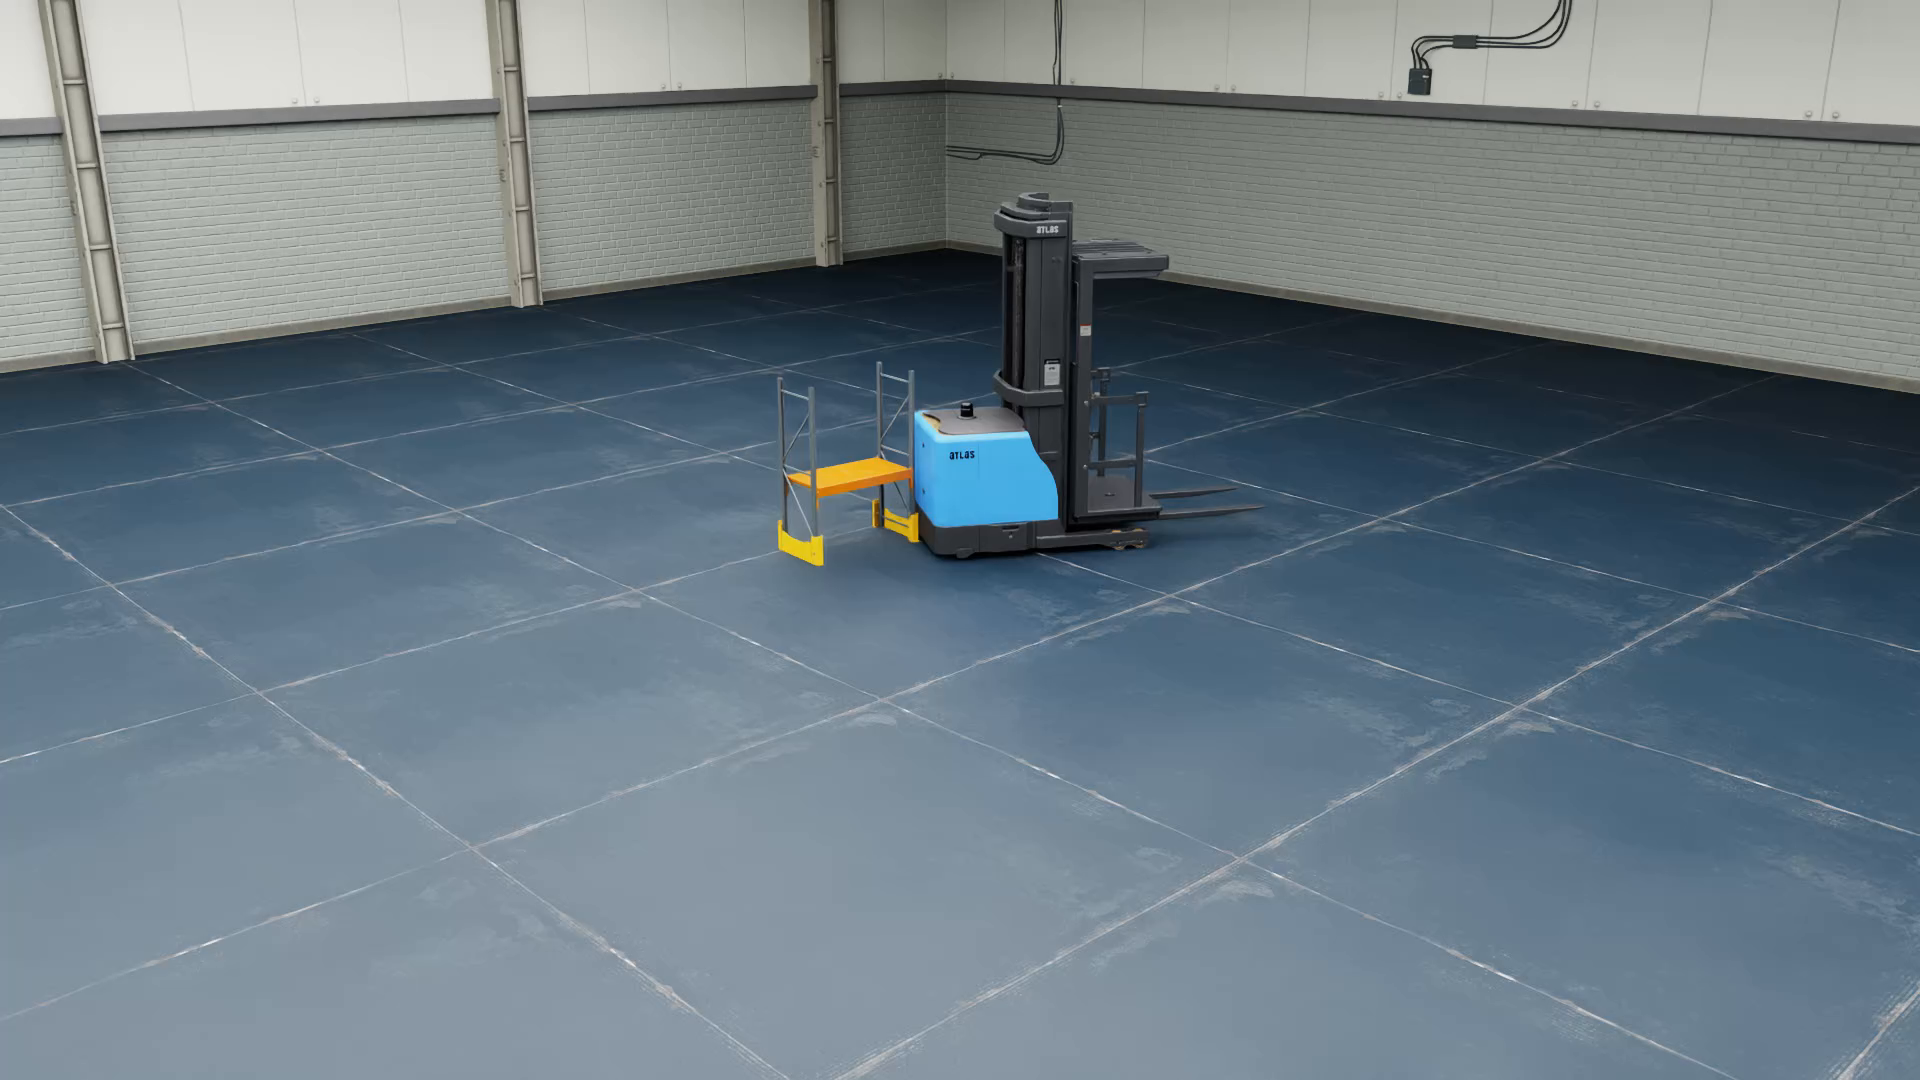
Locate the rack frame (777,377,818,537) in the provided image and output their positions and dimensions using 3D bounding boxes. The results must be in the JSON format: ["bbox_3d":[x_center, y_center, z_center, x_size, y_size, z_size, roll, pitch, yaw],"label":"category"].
[{"bbox_3d":[-1.345,-0.572,13.817,0.032,1.500,0.500,-14,23,-37],"label":"rack frame"}]

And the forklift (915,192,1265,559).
[{"bbox_3d":[1.143,-1.463,14.245,3.031,2.935,1.130,-4,18,-13],"label":"forklift"}]

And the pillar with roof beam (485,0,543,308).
[{"bbox_3d":[-3.732,-6.947,21.319,0.400,9.000,9.100,-16,24,-41],"label":"pillar with roof beam"}]

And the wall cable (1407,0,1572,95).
[{"bbox_3d":[7.230,-8.998,22.131,0.169,6.003,2.305,-16,24,-41],"label":"wall cable"}]

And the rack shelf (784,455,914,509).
[{"bbox_3d":[-0.949,-0.499,14.176,1.000,0.185,0.538,-14,23,-37],"label":"rack shelf"}]

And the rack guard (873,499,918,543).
[{"bbox_3d":[-0.568,-0.170,14.605,0.087,0.250,0.587,-14,23,-37],"label":"rack guard"}]

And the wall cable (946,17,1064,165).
[{"bbox_3d":[0.719,-8.034,29.707,0.112,2.526,3.097,-16,24,-41],"label":"wall cable"}]

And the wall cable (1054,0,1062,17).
[{"bbox_3d":[2.577,-9.830,27.058,0.112,2.526,3.097,-16,24,-41],"label":"wall cable"}]

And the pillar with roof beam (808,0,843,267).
[{"bbox_3d":[0.627,-8.218,25.241,0.400,9.000,9.100,-16,24,-41],"label":"pillar with roof beam"}]

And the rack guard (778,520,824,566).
[{"bbox_3d":[-1.344,0.022,14.011,0.087,0.250,0.587,-14,23,-37],"label":"rack guard"}]

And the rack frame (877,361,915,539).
[{"bbox_3d":[-0.553,-0.769,14.424,0.032,1.500,0.500,-14,23,-37],"label":"rack frame"}]

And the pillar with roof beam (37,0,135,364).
[{"bbox_3d":[-8.092,-5.675,17.398,0.400,9.000,9.100,-16,24,-41],"label":"pillar with roof beam"}]

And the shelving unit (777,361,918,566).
[{"bbox_3d":[-0.956,-0.669,14.115,1.083,1.500,0.587,-14,23,-37],"label":"shelving unit"}]
